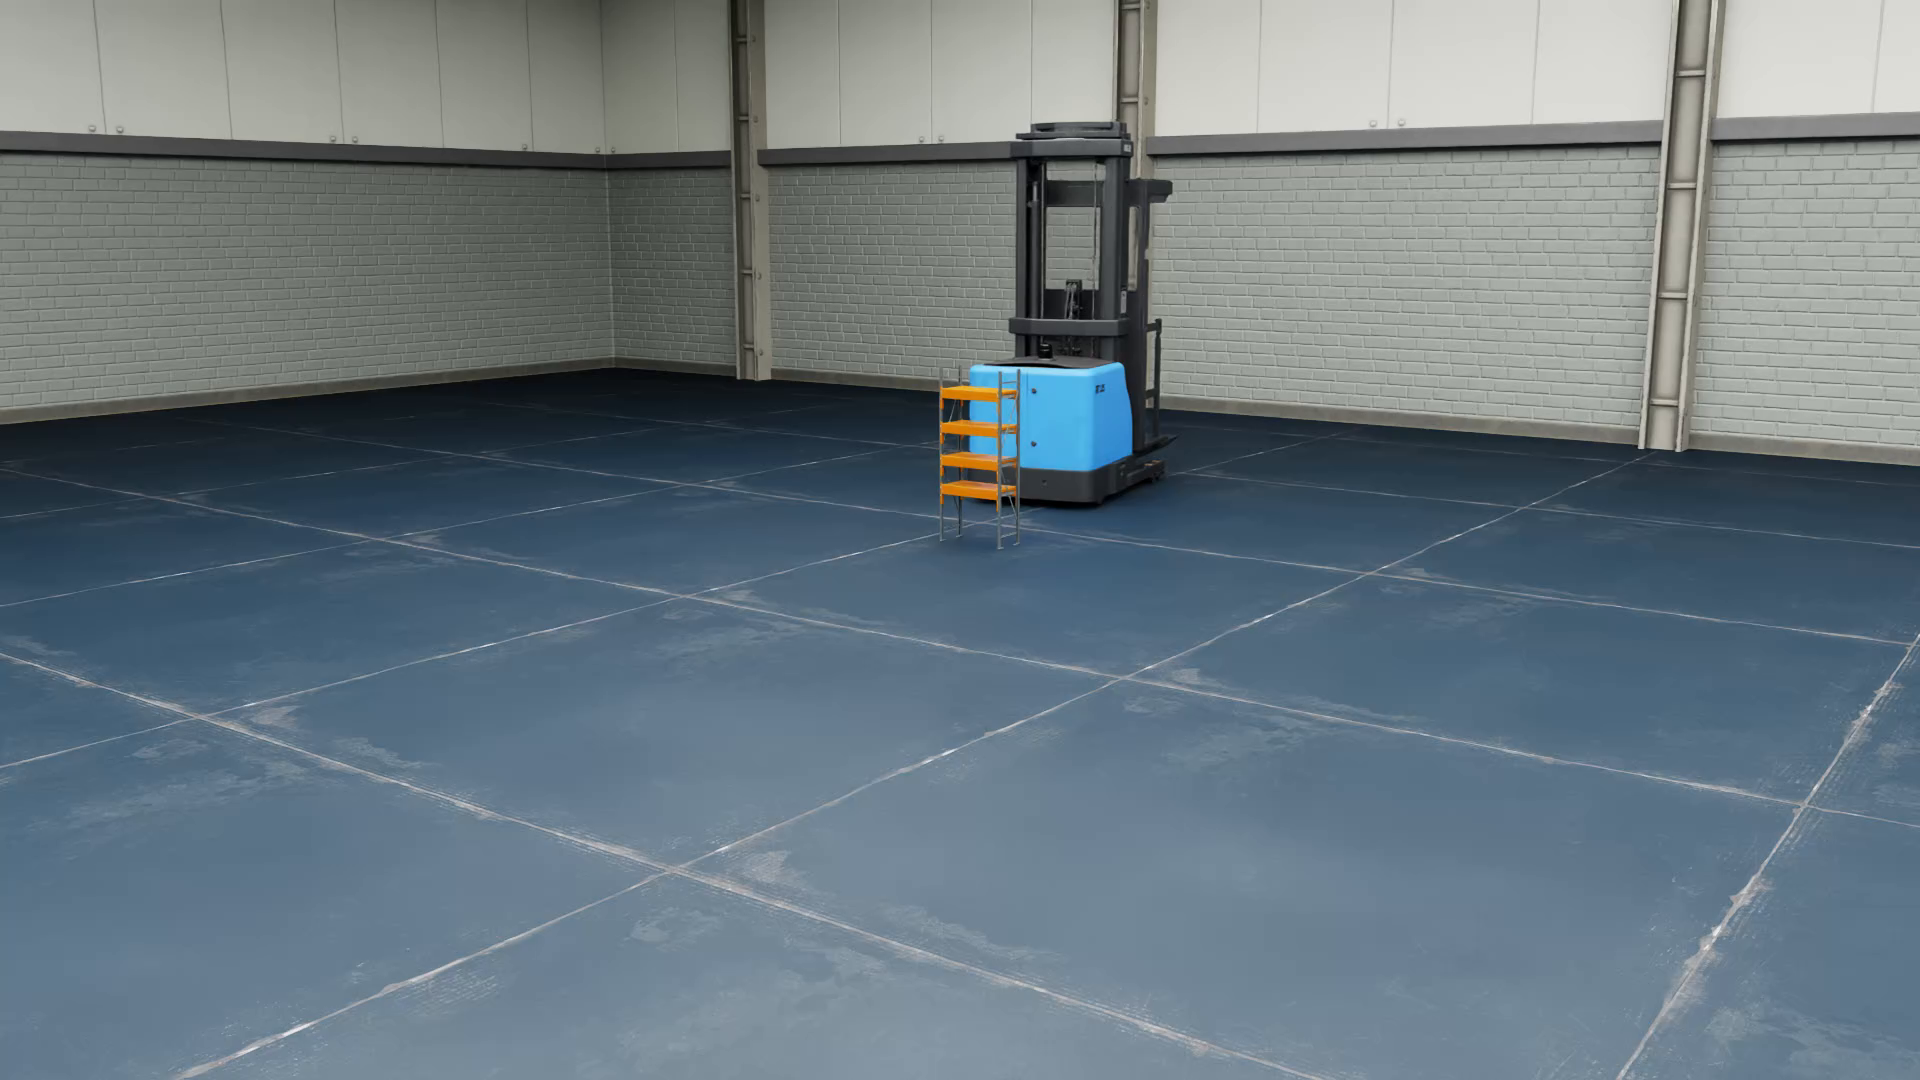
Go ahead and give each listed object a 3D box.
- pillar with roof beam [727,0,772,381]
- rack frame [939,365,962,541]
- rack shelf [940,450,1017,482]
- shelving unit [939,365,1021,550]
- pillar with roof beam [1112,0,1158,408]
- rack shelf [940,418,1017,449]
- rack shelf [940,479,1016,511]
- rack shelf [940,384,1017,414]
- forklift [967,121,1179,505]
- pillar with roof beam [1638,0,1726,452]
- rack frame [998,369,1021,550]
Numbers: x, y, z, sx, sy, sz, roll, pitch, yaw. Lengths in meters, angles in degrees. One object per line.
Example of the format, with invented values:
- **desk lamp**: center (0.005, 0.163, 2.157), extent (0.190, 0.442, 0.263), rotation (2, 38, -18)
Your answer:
- **pillar with roof beam**: center (-5.403, -5.996, 18.832), extent (0.400, 9.000, 9.100), rotation (8, 13, 36)
- **rack frame**: center (-0.063, -0.598, 11.461), extent (0.015, 1.200, 0.240), rotation (8, 13, 36)
- **rack shelf**: center (0.133, -0.504, 11.332), extent (0.480, 0.148, 0.258), rotation (8, 13, 36)
- **shelving unit**: center (0.133, -0.570, 11.320), extent (0.503, 1.200, 0.258), rotation (8, 13, 36)
- **pillar with roof beam**: center (-0.567, -5.322, 15.345), extent (0.400, 9.000, 9.100), rotation (8, 13, 36)
- **rack shelf**: center (0.133, -0.724, 11.290), extent (0.480, 0.148, 0.258), rotation (8, 13, 36)
- **rack shelf**: center (0.133, -0.309, 11.370), extent (0.480, 0.148, 0.258), rotation (8, 13, 36)
- **rack shelf**: center (0.133, -0.956, 11.245), extent (0.480, 0.148, 0.258), rotation (8, 13, 36)
- **forklift**: center (1.107, -1.949, 13.889), extent (1.130, 2.935, 3.031), rotation (5, 12, 23)
- **pillar with roof beam**: center (4.269, -4.647, 11.858), extent (0.400, 9.000, 9.100), rotation (8, 13, 36)
- **rack frame**: center (0.330, -0.543, 11.178), extent (0.015, 1.200, 0.240), rotation (8, 13, 36)
